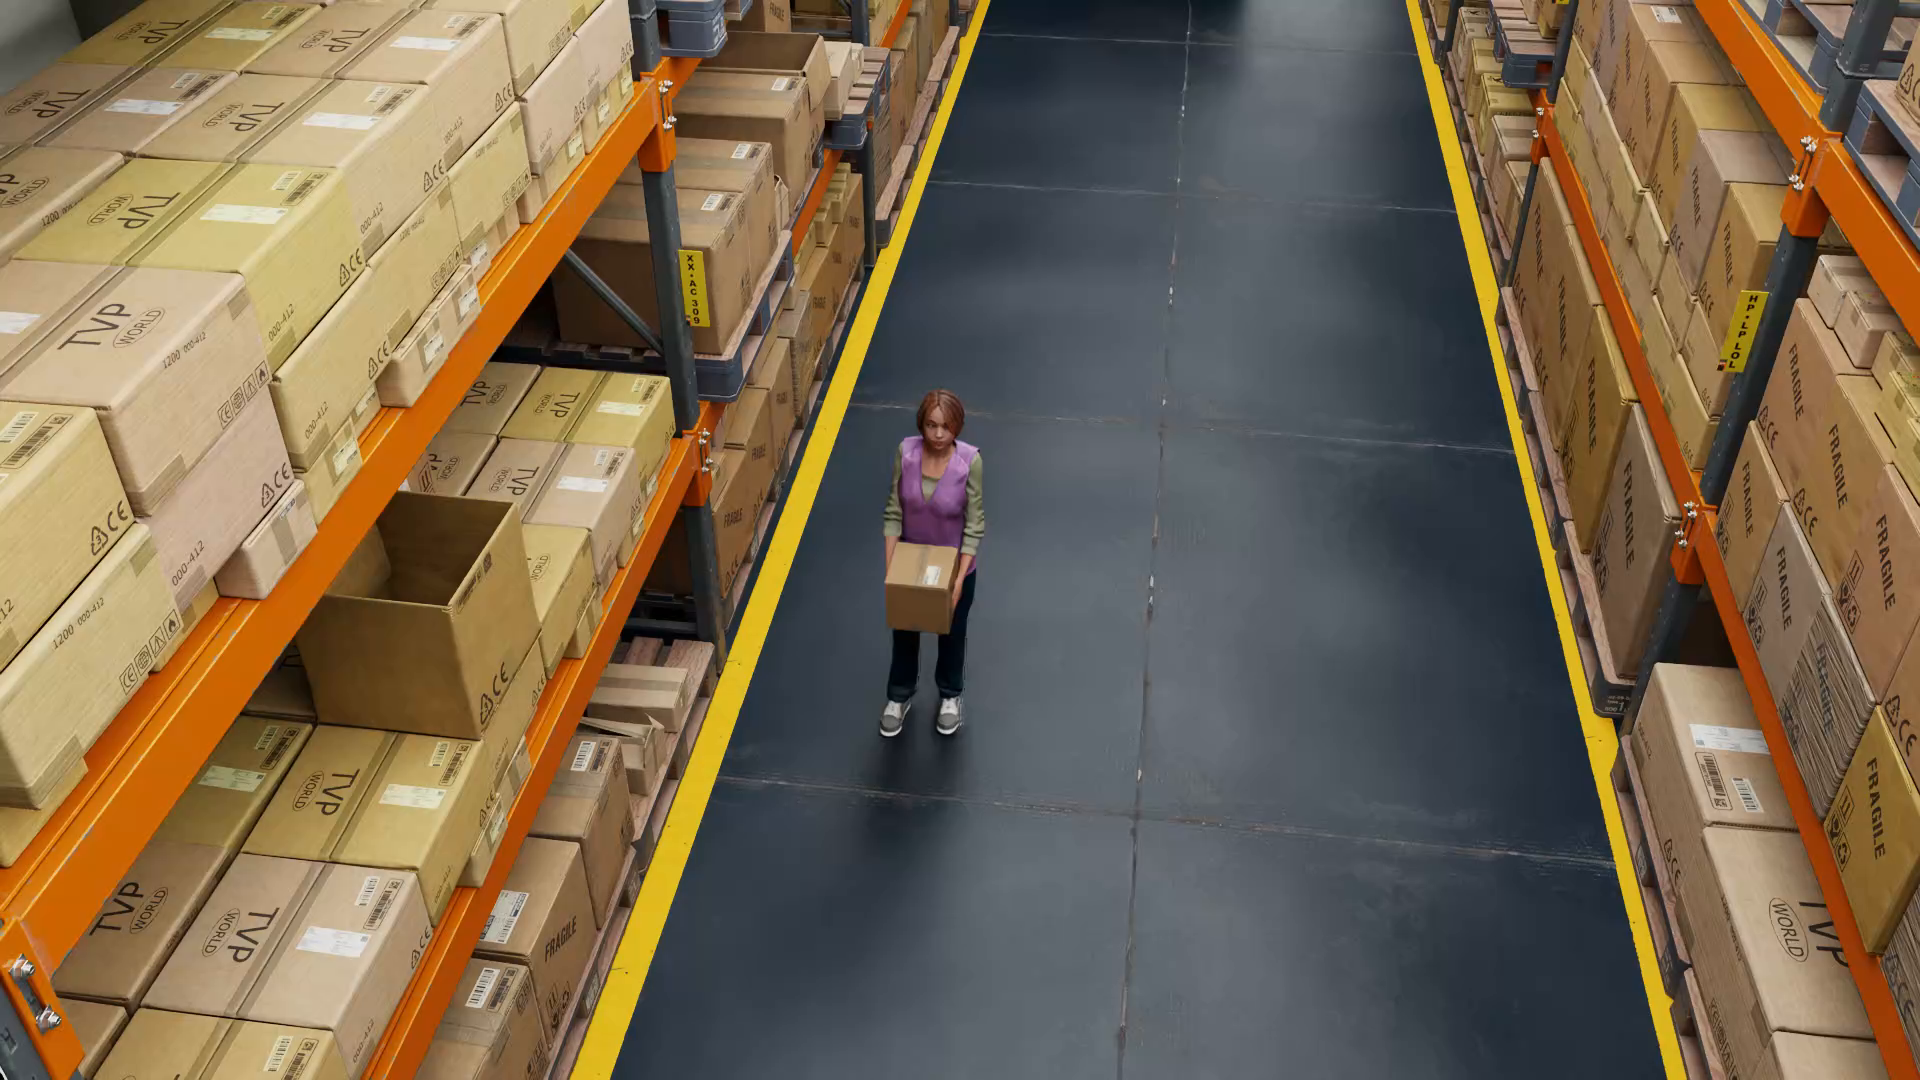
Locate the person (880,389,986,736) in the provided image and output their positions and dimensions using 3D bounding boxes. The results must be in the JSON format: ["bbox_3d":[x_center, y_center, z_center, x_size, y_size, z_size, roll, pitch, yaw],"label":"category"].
[{"bbox_3d":[-0.117,0.138,6.854,0.440,1.601,0.461,6,37,8],"label":"person"}]
